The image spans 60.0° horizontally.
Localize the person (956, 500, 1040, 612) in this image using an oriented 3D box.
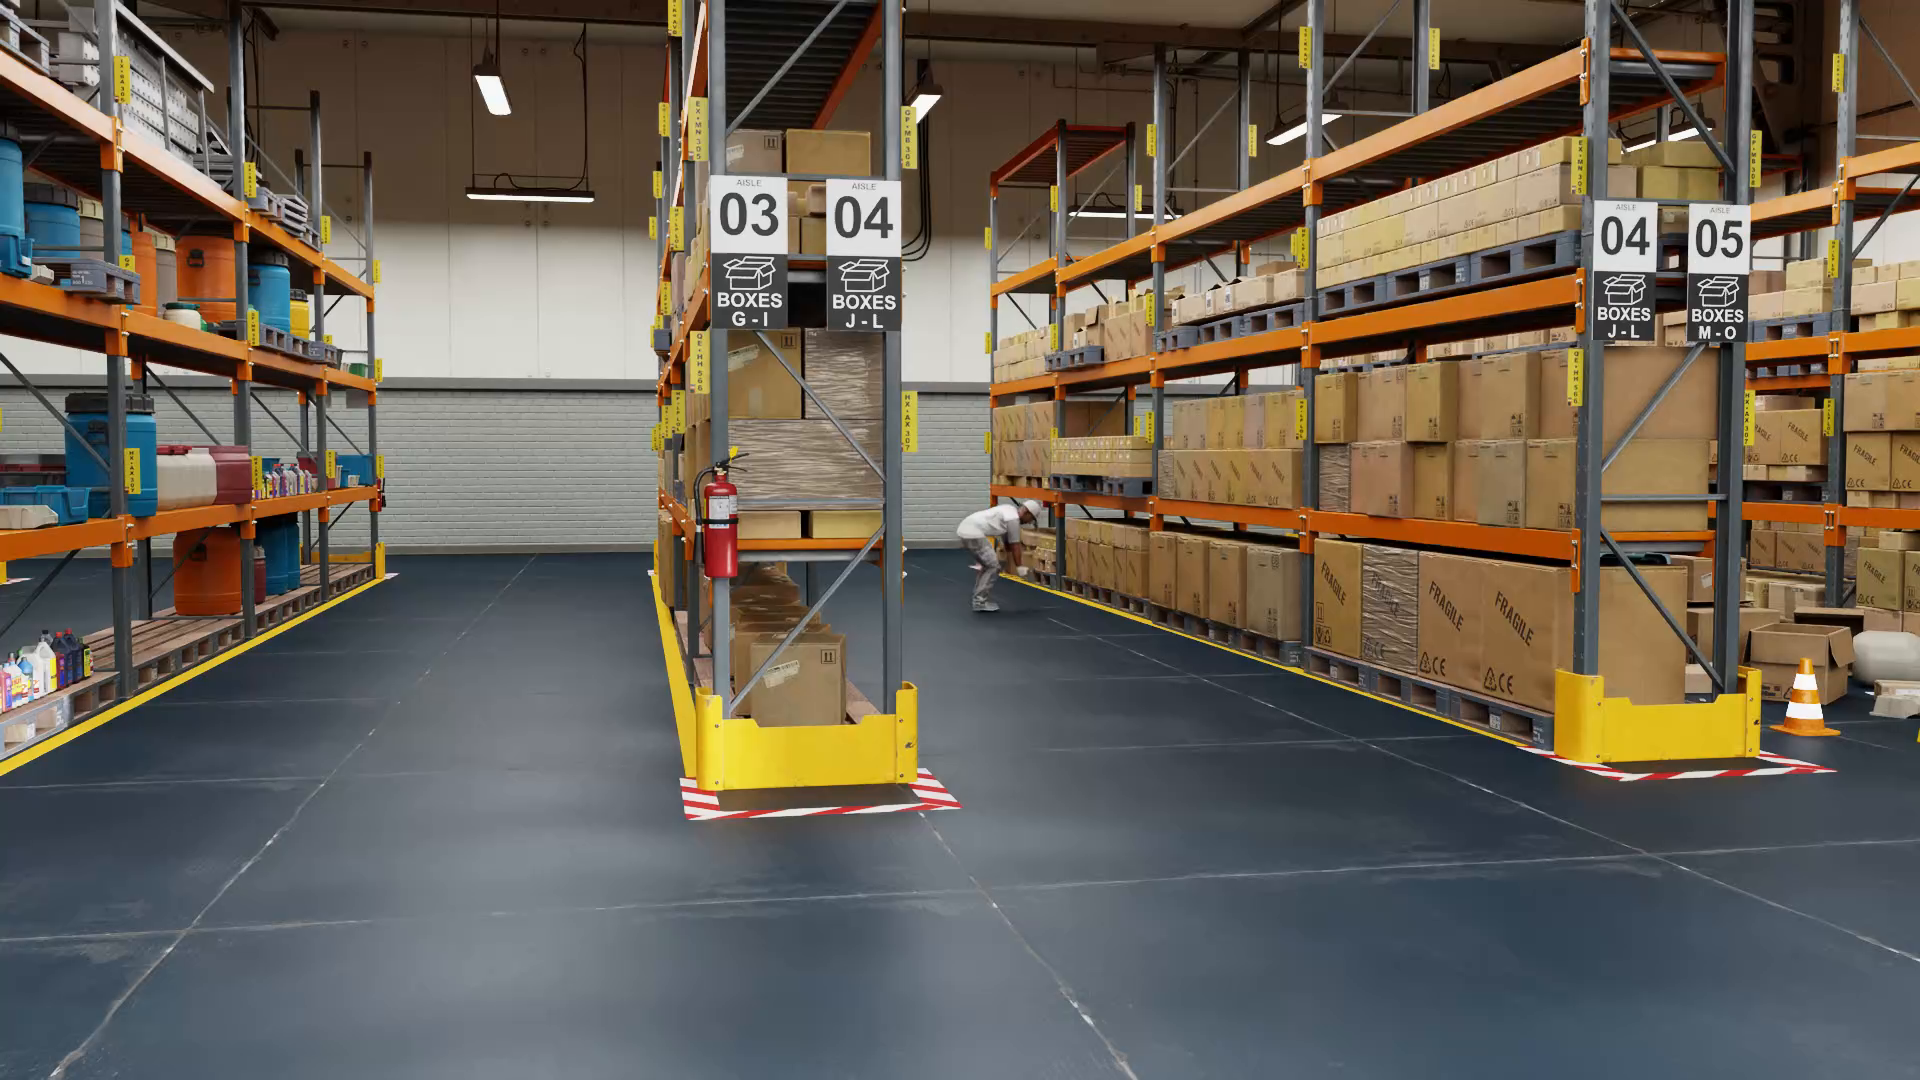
[{"bbox_3d":[0.441,0.172,18.771,0.953,1.239,0.517,-1,3,-14],"label":"person"}]
